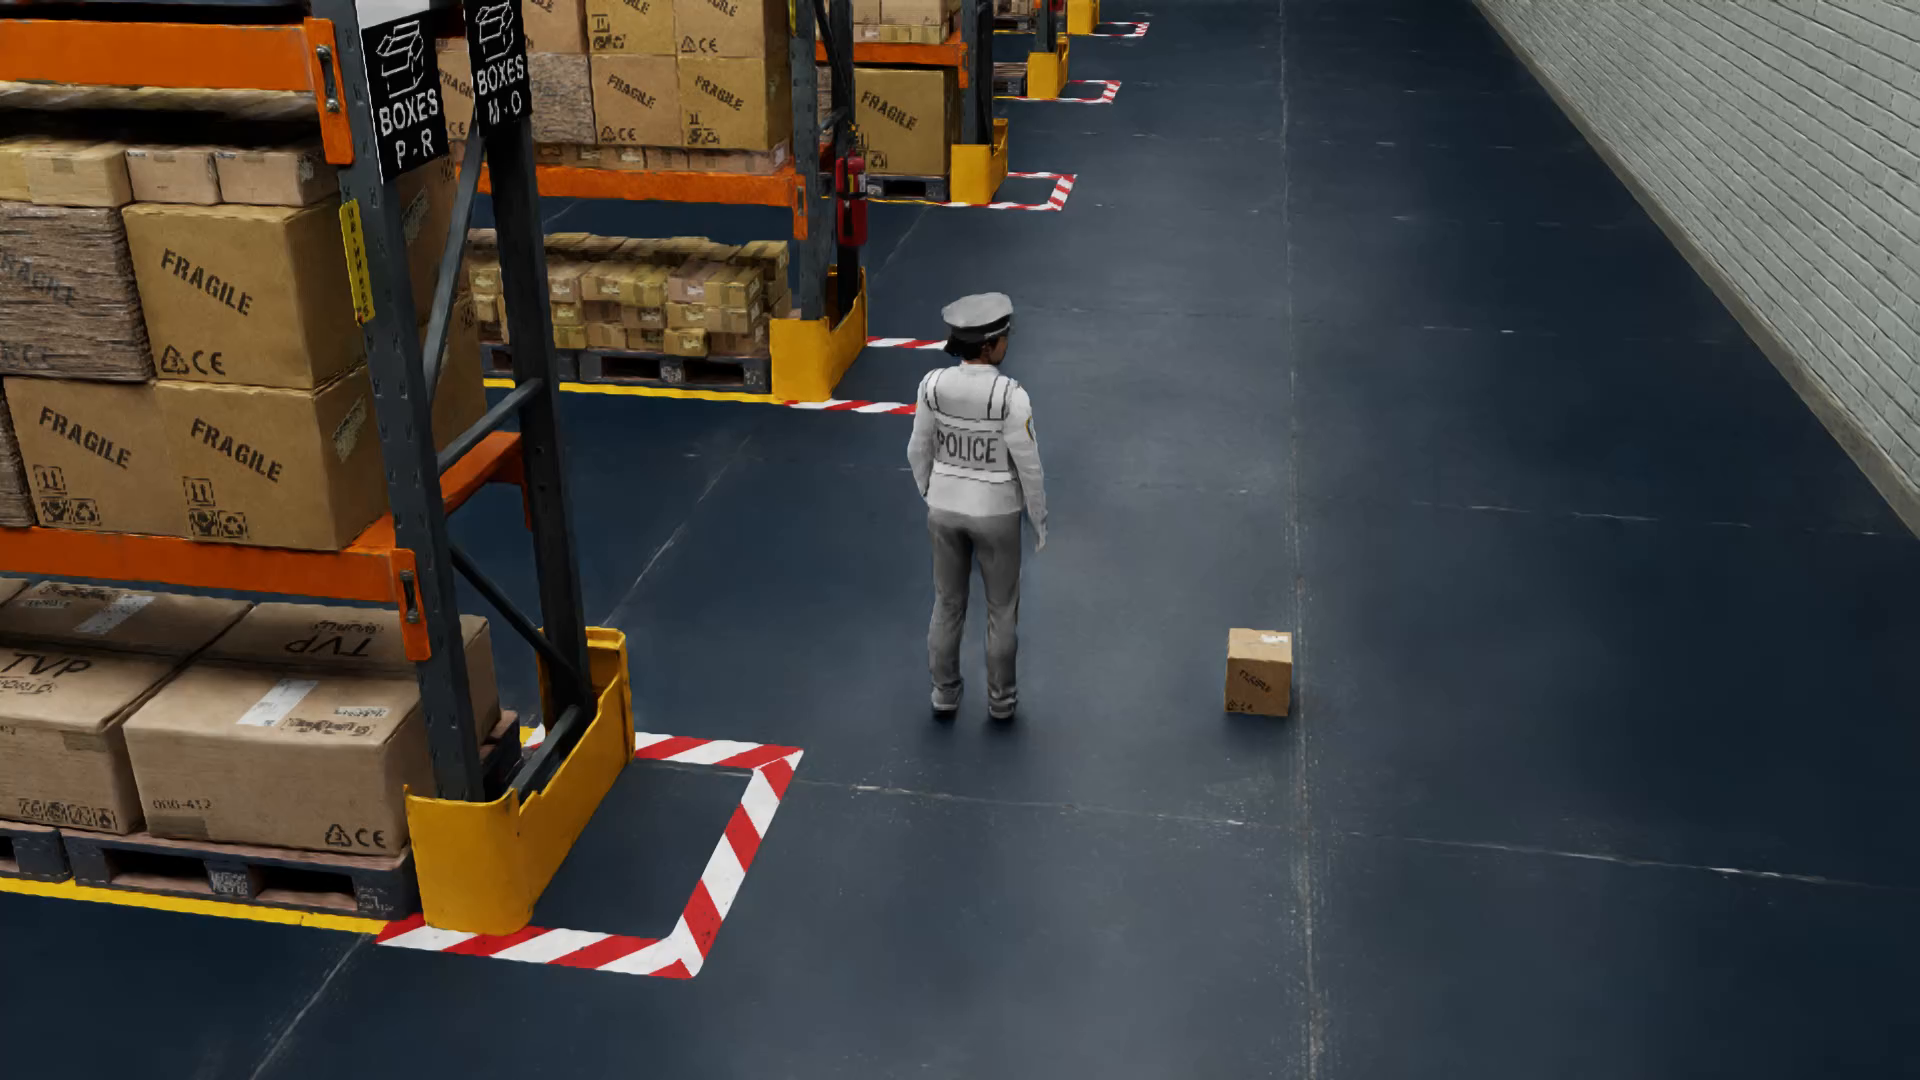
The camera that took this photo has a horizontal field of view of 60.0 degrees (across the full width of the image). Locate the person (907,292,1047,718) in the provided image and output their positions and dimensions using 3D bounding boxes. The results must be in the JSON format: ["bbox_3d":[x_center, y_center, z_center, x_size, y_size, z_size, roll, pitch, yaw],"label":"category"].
[{"bbox_3d":[0.076,-0.084,6.265,0.529,1.721,0.378,11,27,22],"label":"person"}]
